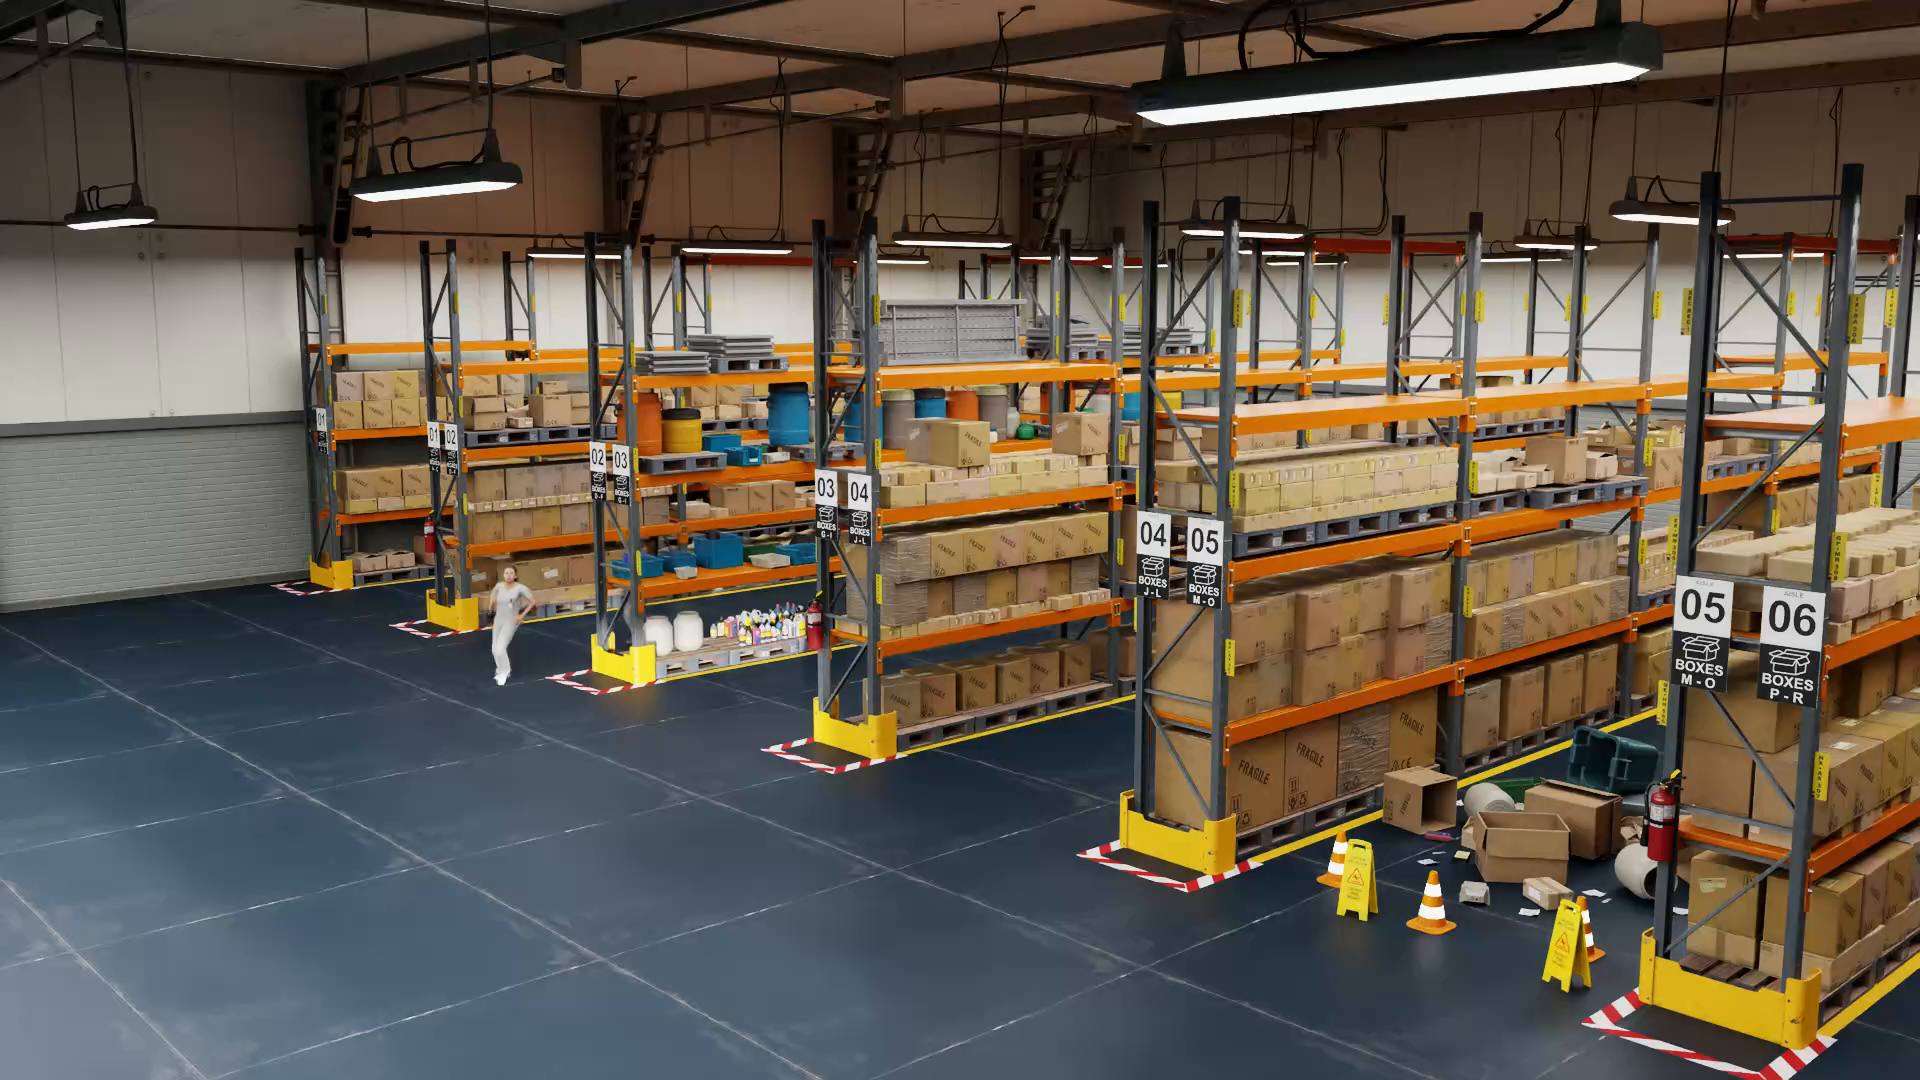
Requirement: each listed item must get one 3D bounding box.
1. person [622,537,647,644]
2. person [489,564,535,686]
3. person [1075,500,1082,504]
[{"bbox_3d":[-4.880,0.739,24.806,0.594,1.620,0.556,7,11,40],"label":"person"},{"bbox_3d":[-6.006,1.130,22.133,0.575,1.640,0.629,2,9,16],"label":"person"},{"bbox_3d":[2.456,-0.551,32.907,0.642,1.833,0.893,7,11,41],"label":"person"}]
